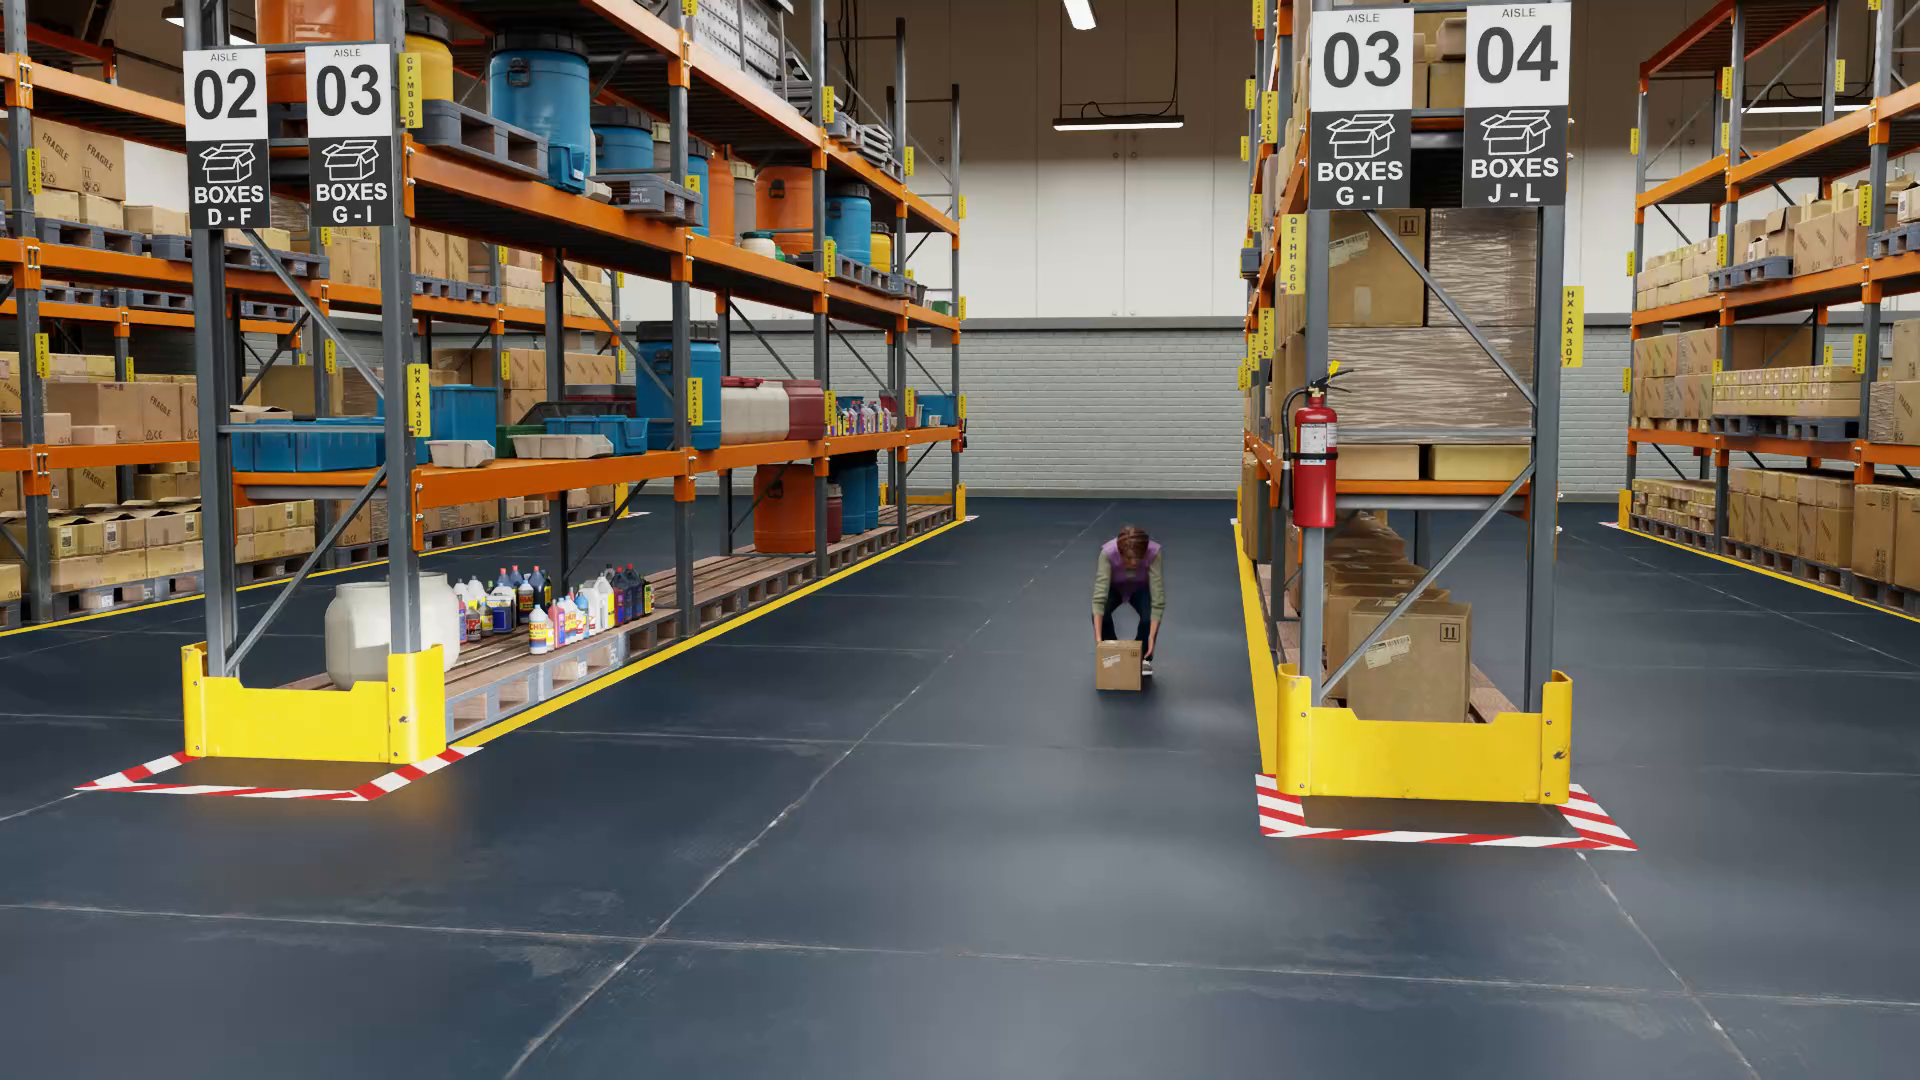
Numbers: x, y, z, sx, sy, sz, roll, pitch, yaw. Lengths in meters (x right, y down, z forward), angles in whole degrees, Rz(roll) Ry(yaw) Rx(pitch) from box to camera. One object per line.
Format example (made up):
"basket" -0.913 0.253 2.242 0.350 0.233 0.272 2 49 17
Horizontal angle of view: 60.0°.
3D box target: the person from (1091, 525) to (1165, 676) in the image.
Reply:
"person" 1.007 0.359 9.912 0.445 0.918 0.788 1 5 9
